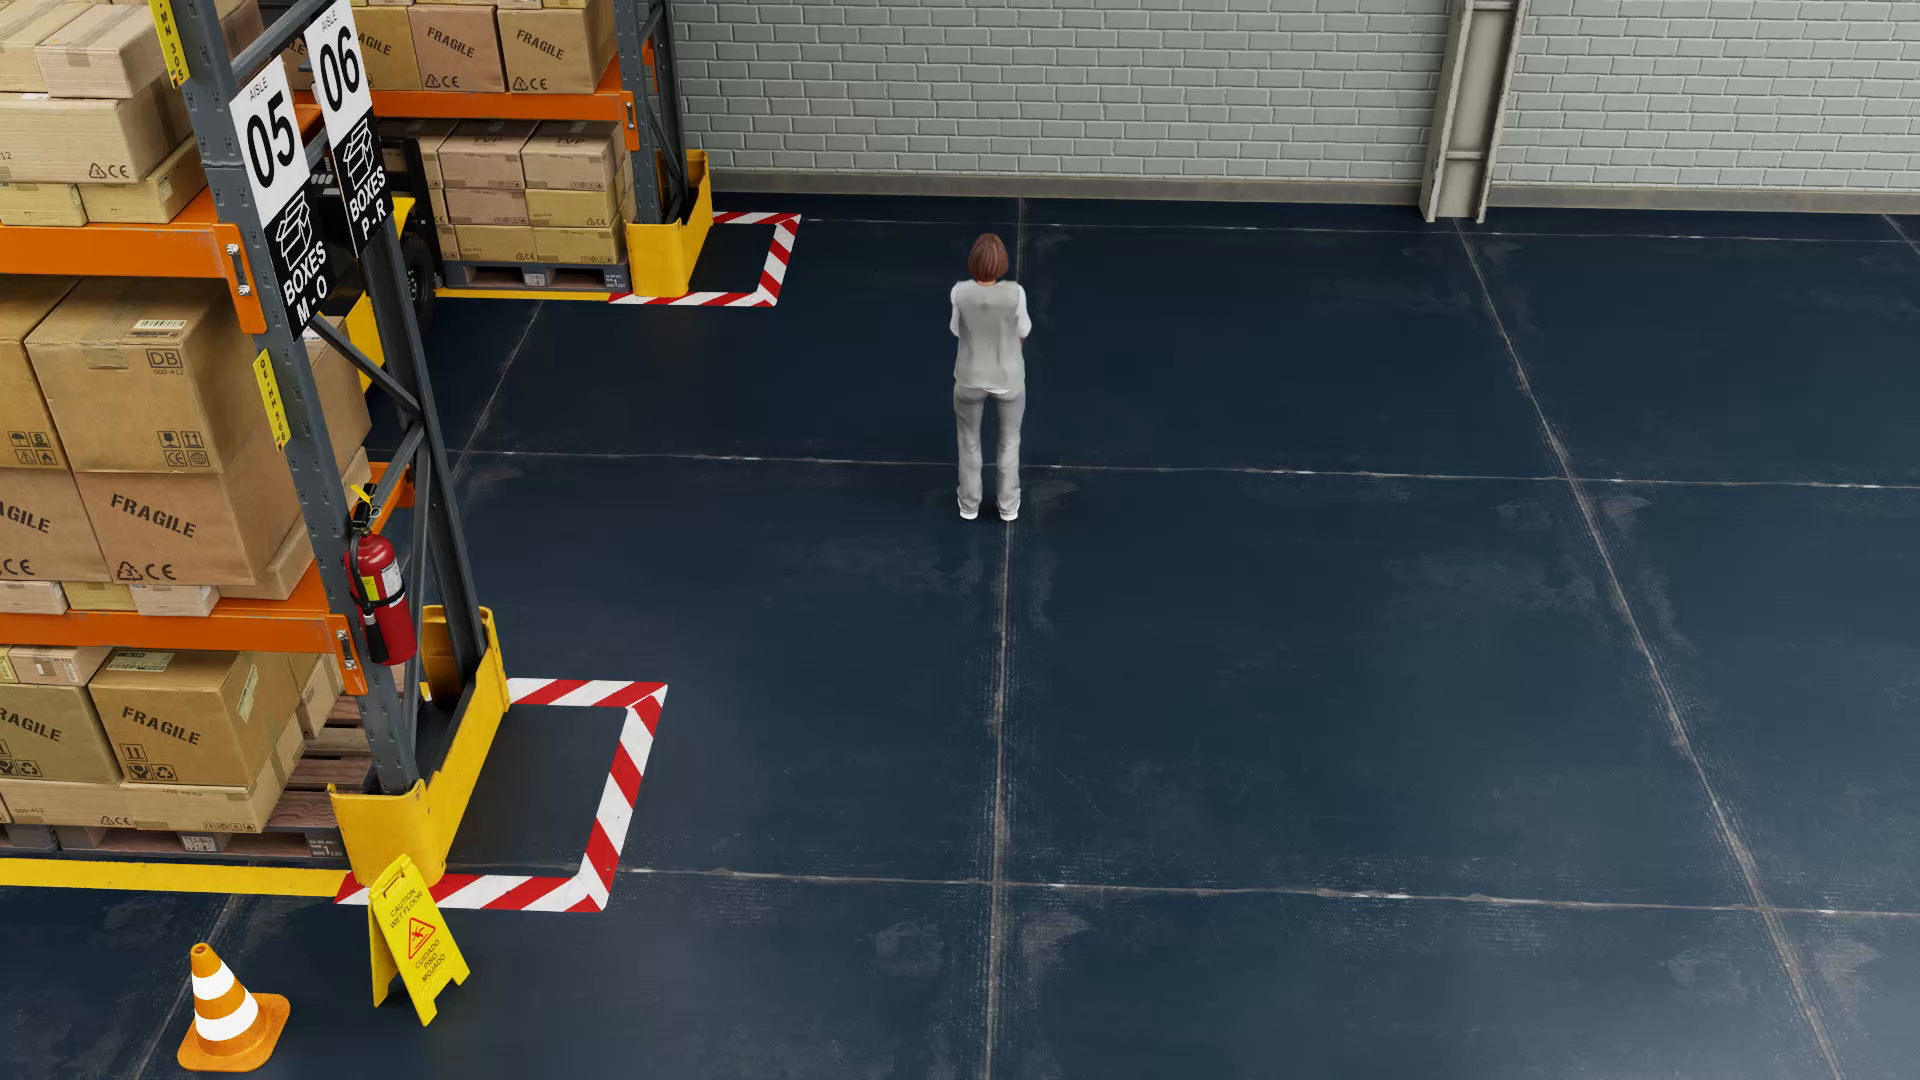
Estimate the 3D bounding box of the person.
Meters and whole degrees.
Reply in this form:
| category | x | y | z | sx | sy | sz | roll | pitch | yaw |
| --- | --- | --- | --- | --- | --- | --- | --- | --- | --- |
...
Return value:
| category | x | y | z | sx | sy | sz | roll | pitch | yaw |
| --- | --- | --- | --- | --- | --- | --- | --- | --- | --- |
| person | 0.149 | -0.842 | 8.278 | 0.401 | 1.596 | 0.495 | 2 | 36 | 2 |
